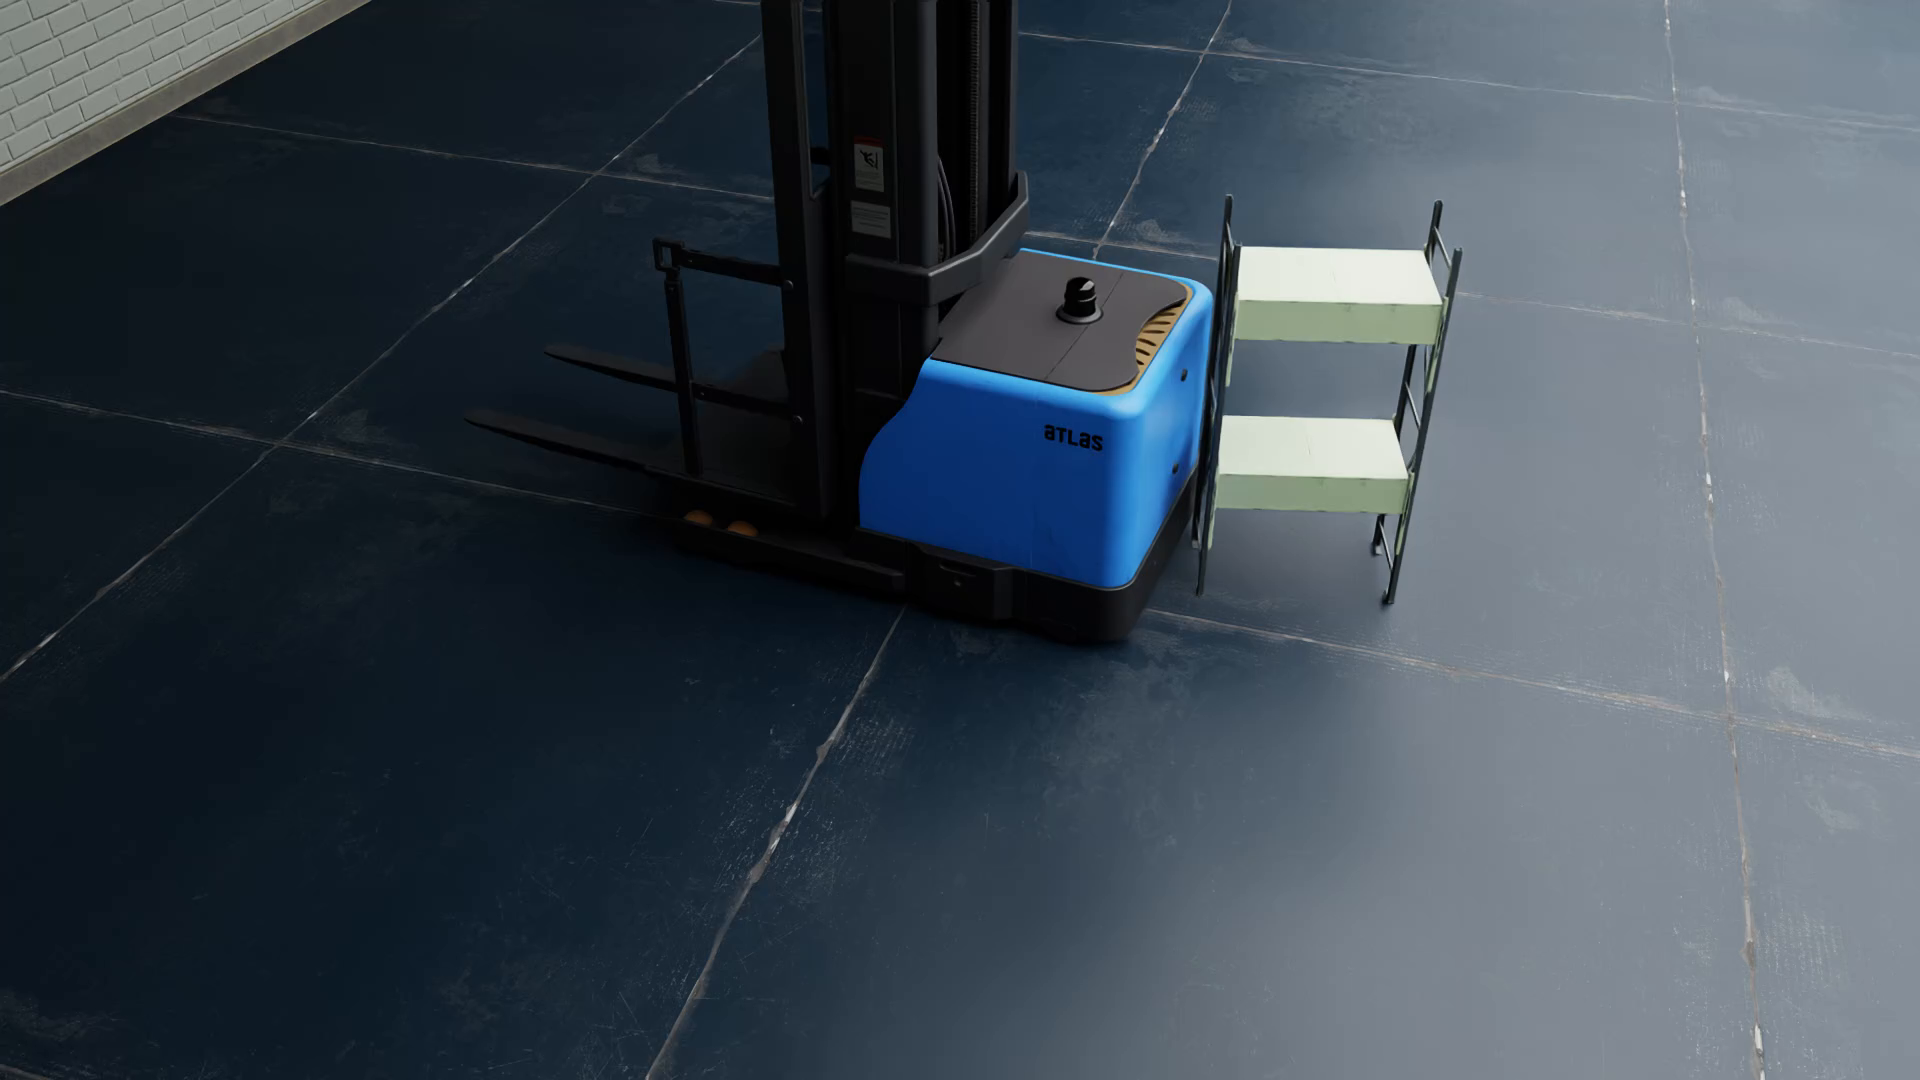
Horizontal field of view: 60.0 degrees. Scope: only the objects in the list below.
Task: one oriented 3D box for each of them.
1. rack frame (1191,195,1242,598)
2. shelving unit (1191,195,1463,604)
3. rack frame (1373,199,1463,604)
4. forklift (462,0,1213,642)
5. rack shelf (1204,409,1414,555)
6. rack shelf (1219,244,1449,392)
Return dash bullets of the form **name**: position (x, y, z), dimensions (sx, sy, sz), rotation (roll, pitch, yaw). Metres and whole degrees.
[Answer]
- **rack frame**: position (0.941, -0.498, 6.162), dimensions (0.023, 1.500, 0.400), rotation (2, 36, 2)
- **shelving unit**: position (1.307, -0.487, 6.146), dimensions (0.755, 1.500, 0.431), rotation (2, 36, 2)
- **rack frame**: position (1.672, -0.475, 6.131), dimensions (0.023, 1.500, 0.400), rotation (2, 36, 2)
- **forklift**: position (-0.600, -1.362, 6.128), dimensions (3.031, 2.935, 1.130), rotation (14, 39, 18)
- **rack shelf**: position (1.307, -0.224, 6.340), dimensions (0.720, 0.370, 0.431), rotation (2, 36, 2)
- **rack shelf**: position (1.307, -0.801, 5.915), dimensions (0.720, 0.370, 0.431), rotation (2, 36, 2)
